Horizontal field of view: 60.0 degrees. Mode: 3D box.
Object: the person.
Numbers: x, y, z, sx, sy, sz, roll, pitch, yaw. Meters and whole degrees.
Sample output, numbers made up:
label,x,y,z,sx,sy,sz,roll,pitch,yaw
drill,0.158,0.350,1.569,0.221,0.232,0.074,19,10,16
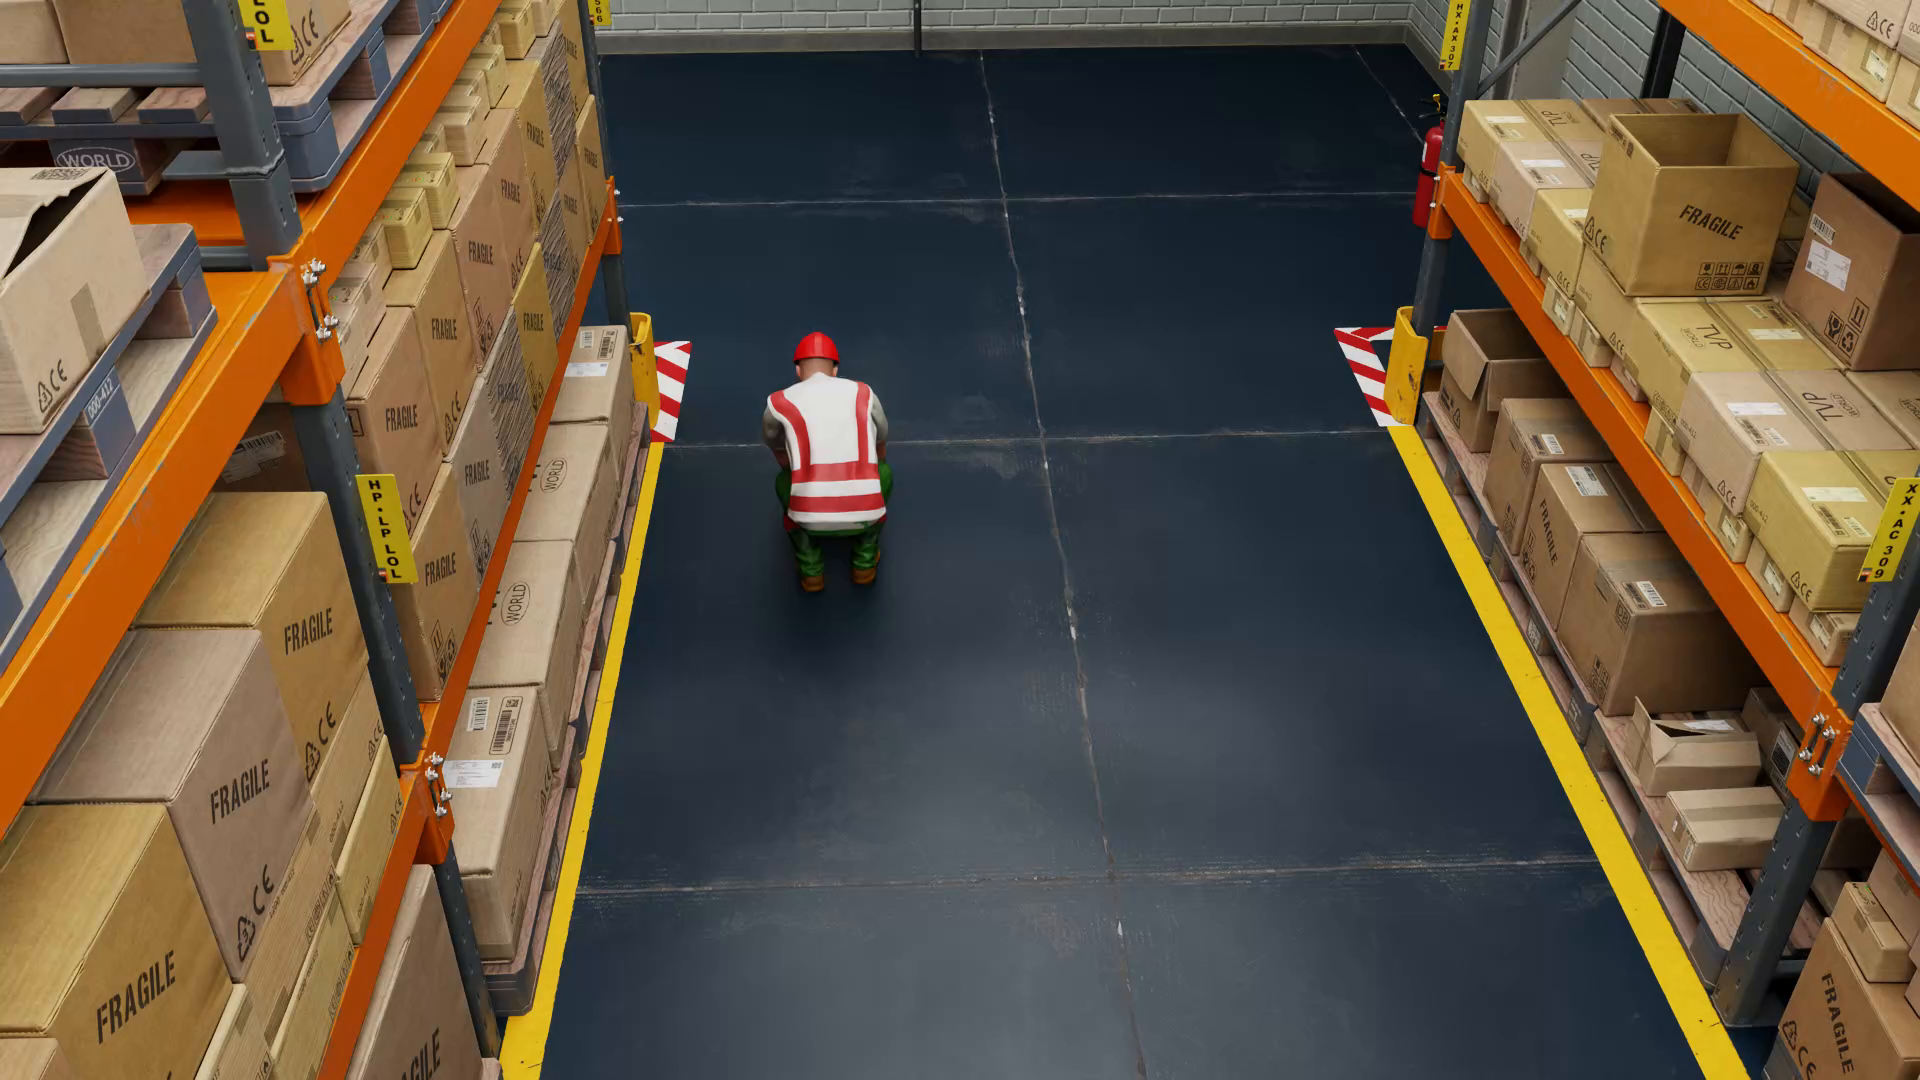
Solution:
label,x,y,z,sx,sy,sz,roll,pitch,yaw
person,-0.577,-0.323,7.283,0.567,0.998,0.884,-2,35,-2
